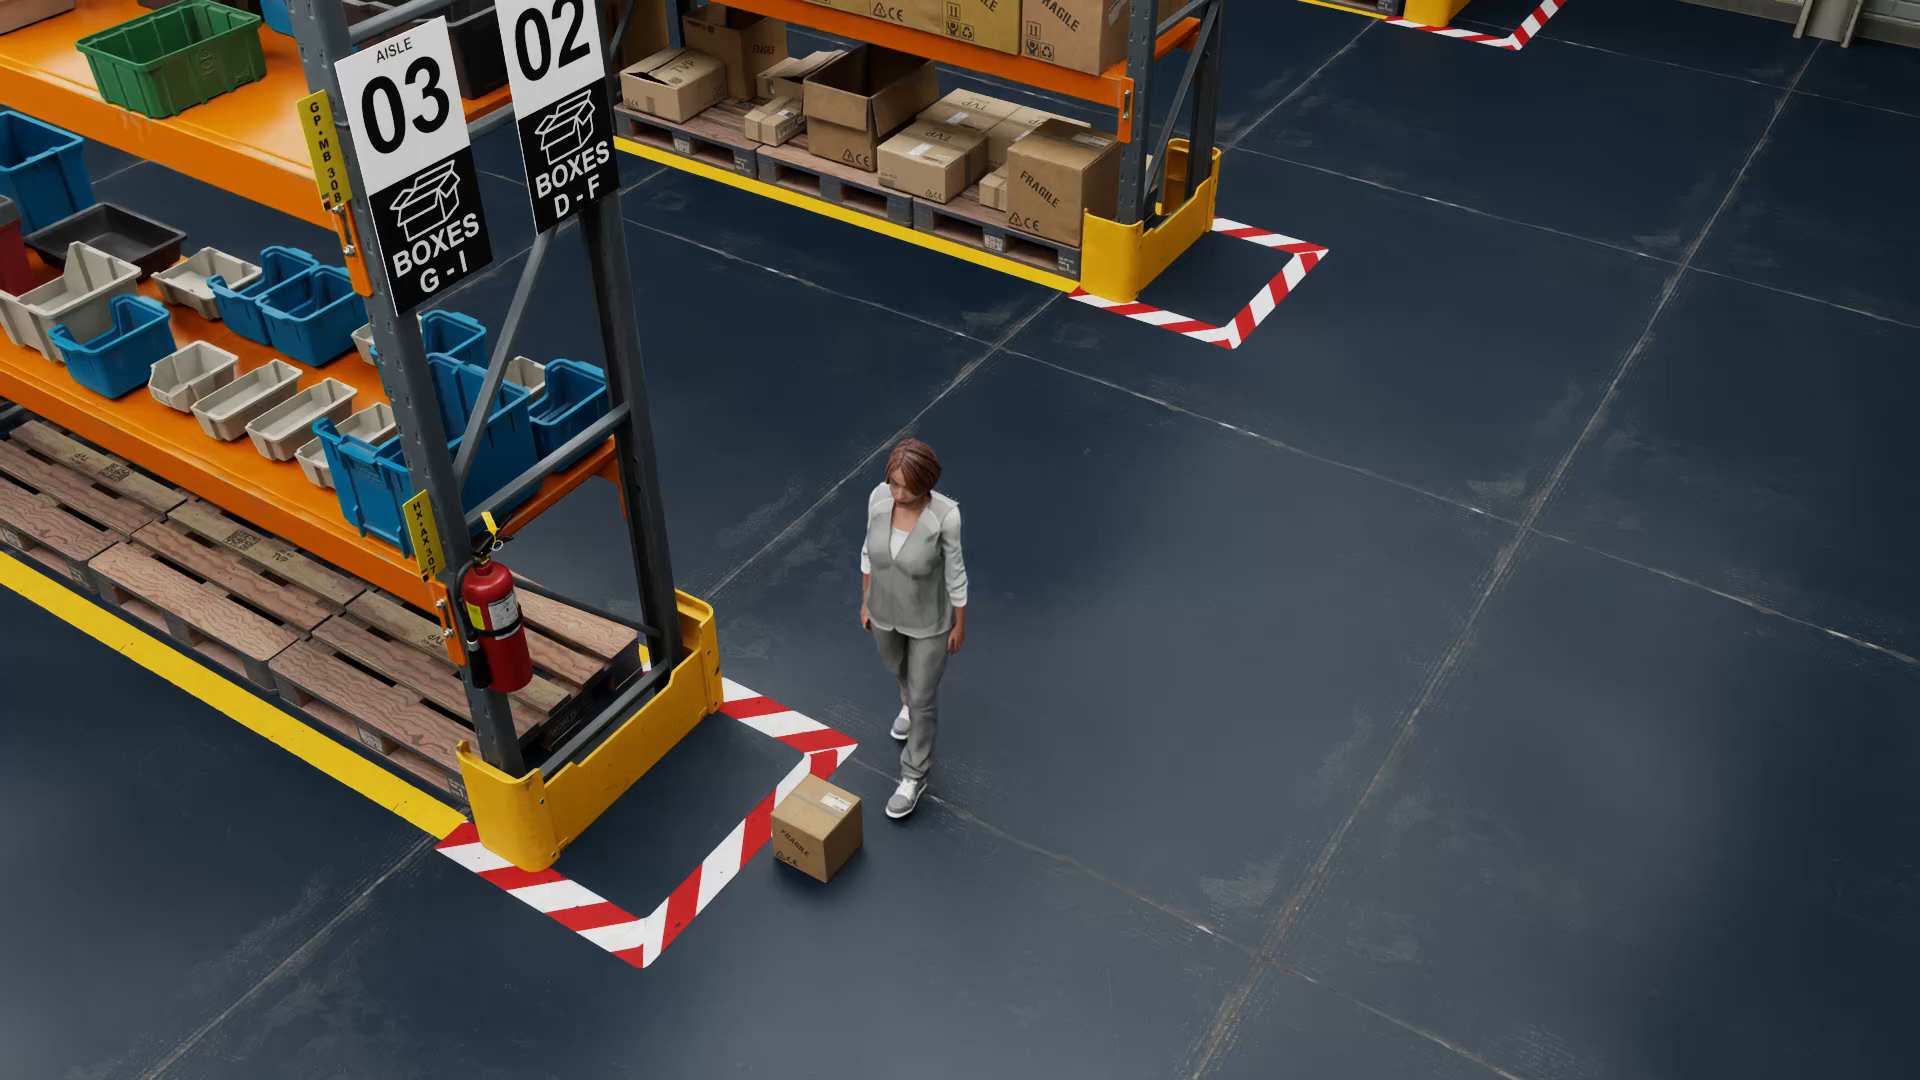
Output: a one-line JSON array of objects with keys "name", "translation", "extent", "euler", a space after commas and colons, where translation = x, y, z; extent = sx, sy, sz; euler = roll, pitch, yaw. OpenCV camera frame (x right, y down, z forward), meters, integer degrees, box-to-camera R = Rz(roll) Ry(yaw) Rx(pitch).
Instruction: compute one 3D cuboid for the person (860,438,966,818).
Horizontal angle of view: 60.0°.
[{"name": "person", "translation": [-0.190, 0.292, 6.309], "extent": [0.421, 1.586, 0.659], "euler": [17, 42, 20]}]
